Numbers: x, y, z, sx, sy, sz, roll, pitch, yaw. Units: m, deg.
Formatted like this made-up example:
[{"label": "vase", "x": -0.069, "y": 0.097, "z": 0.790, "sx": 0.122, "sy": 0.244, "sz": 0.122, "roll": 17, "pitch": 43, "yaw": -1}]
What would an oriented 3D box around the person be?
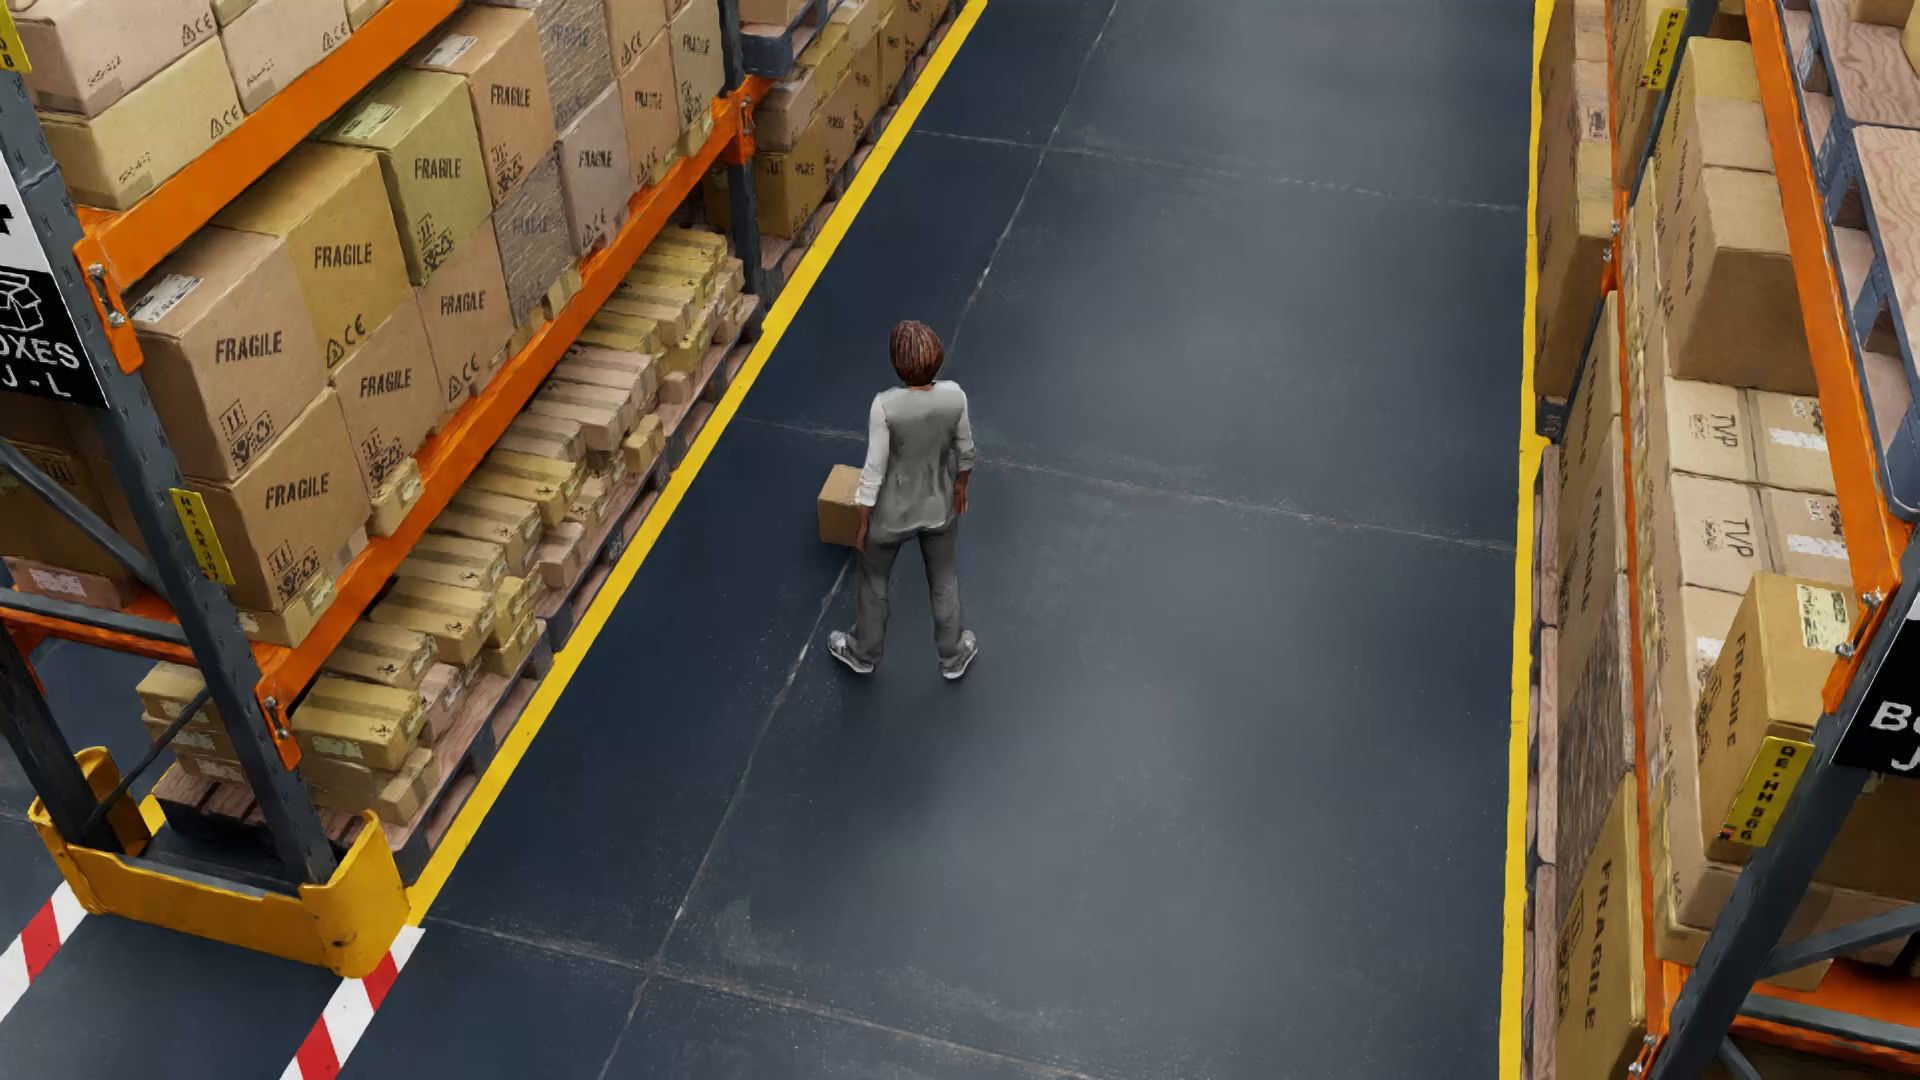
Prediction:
[{"label": "person", "x": -0.208, "y": -0.116, "z": 6.269, "sx": 0.579, "sy": 1.592, "sz": 0.437, "roll": -16, "pitch": 44, "yaw": -18}]
